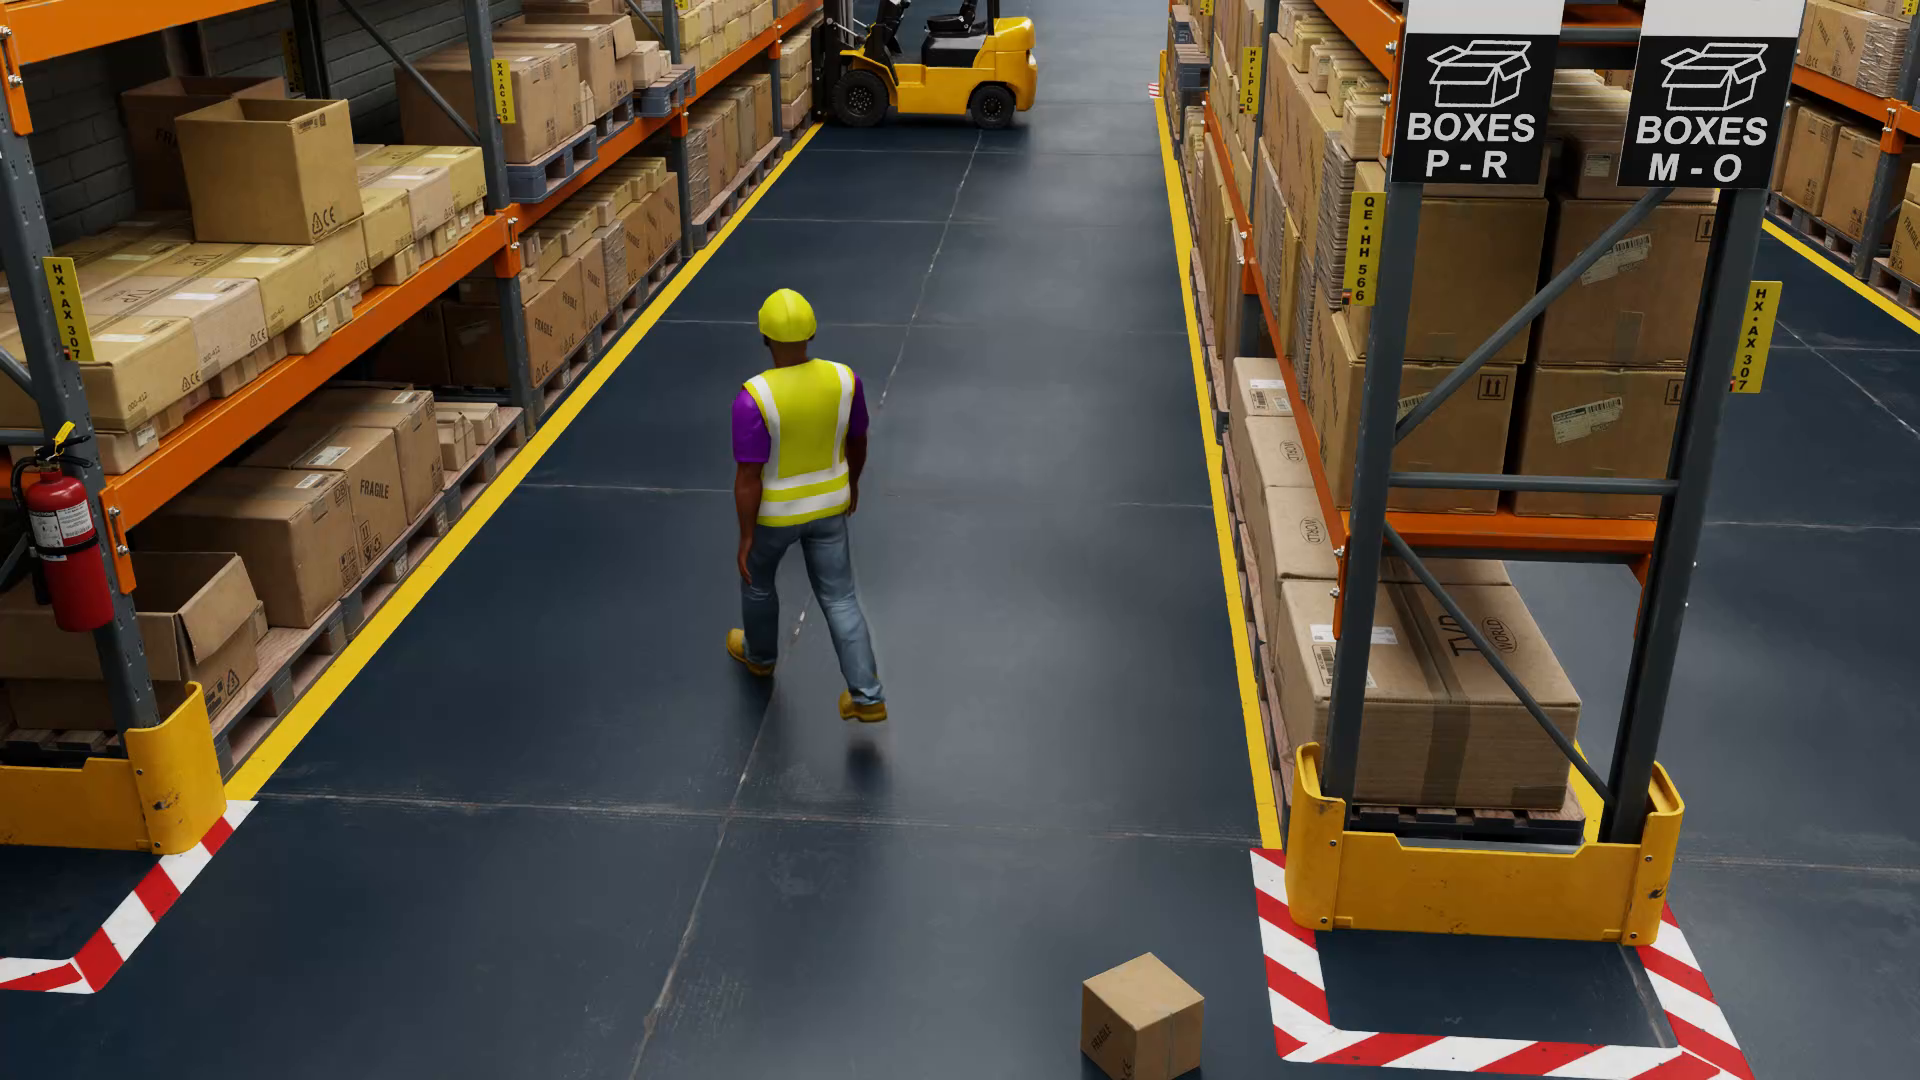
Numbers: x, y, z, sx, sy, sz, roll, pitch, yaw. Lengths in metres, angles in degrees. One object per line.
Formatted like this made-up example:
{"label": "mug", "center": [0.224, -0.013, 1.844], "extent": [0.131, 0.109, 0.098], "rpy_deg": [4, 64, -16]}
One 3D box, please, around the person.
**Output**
{"label": "person", "center": [-0.625, -0.142, 6.406], "extent": [0.602, 1.722, 1.054], "rpy_deg": [-11, 27, -23]}
